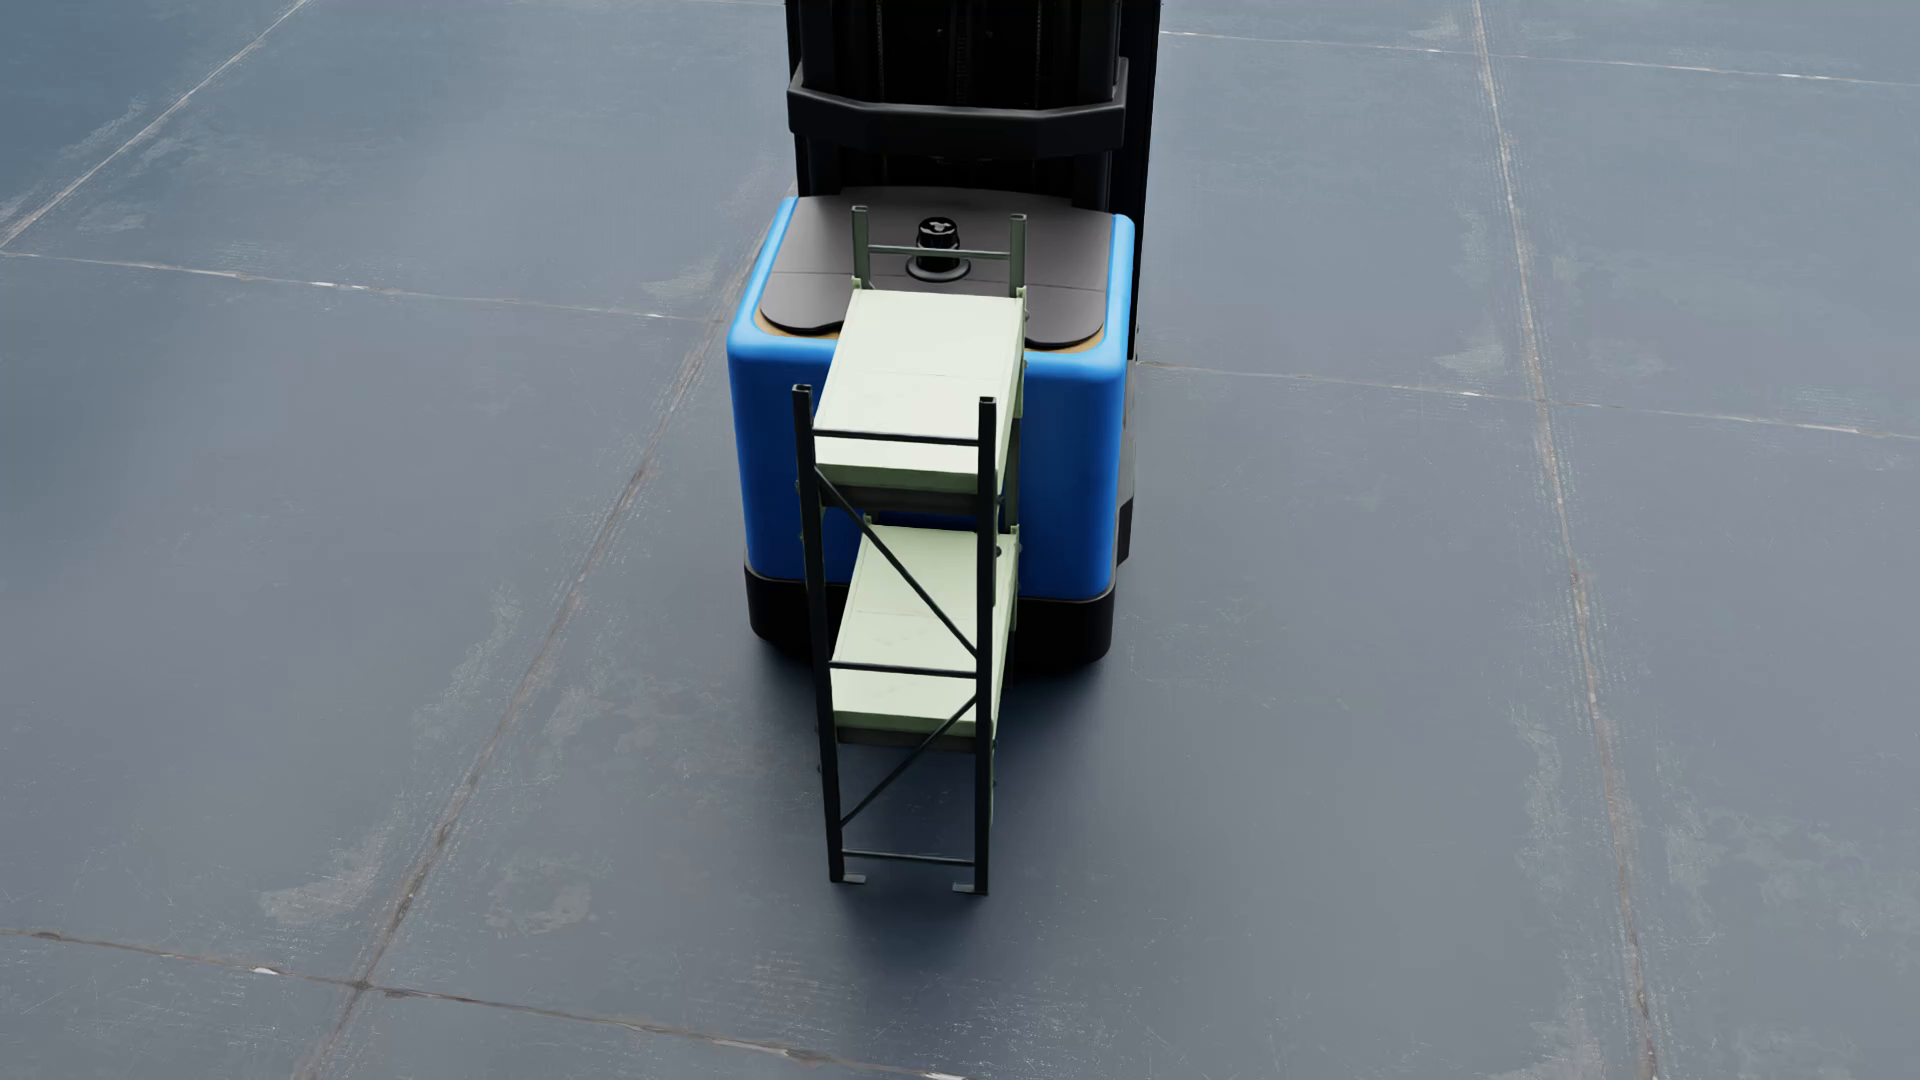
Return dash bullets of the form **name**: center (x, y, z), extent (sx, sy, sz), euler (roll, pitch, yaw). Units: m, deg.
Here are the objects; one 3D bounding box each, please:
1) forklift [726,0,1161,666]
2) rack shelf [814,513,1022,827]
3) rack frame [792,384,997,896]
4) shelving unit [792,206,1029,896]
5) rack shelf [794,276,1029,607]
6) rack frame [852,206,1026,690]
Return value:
- **forklift**: center (0.064, -1.705, 5.013), extent (1.130, 2.935, 3.031), euler (4, 40, 5)
- **rack shelf**: center (-0.089, 0.312, 4.207), extent (0.431, 0.370, 0.720), euler (4, 40, 5)
- **rack frame**: center (-0.128, 0.293, 3.719), extent (0.400, 1.500, 0.023), euler (4, 40, 5)
- **shelving unit**: center (-0.089, 0.061, 3.999), extent (0.431, 1.500, 0.755), euler (4, 40, 5)
- **rack shelf**: center (-0.089, -0.240, 3.750), extent (0.431, 0.370, 0.720), euler (4, 40, 5)
- **rack frame**: center (-0.049, -0.171, 4.279), extent (0.400, 1.500, 0.023), euler (4, 40, 5)
